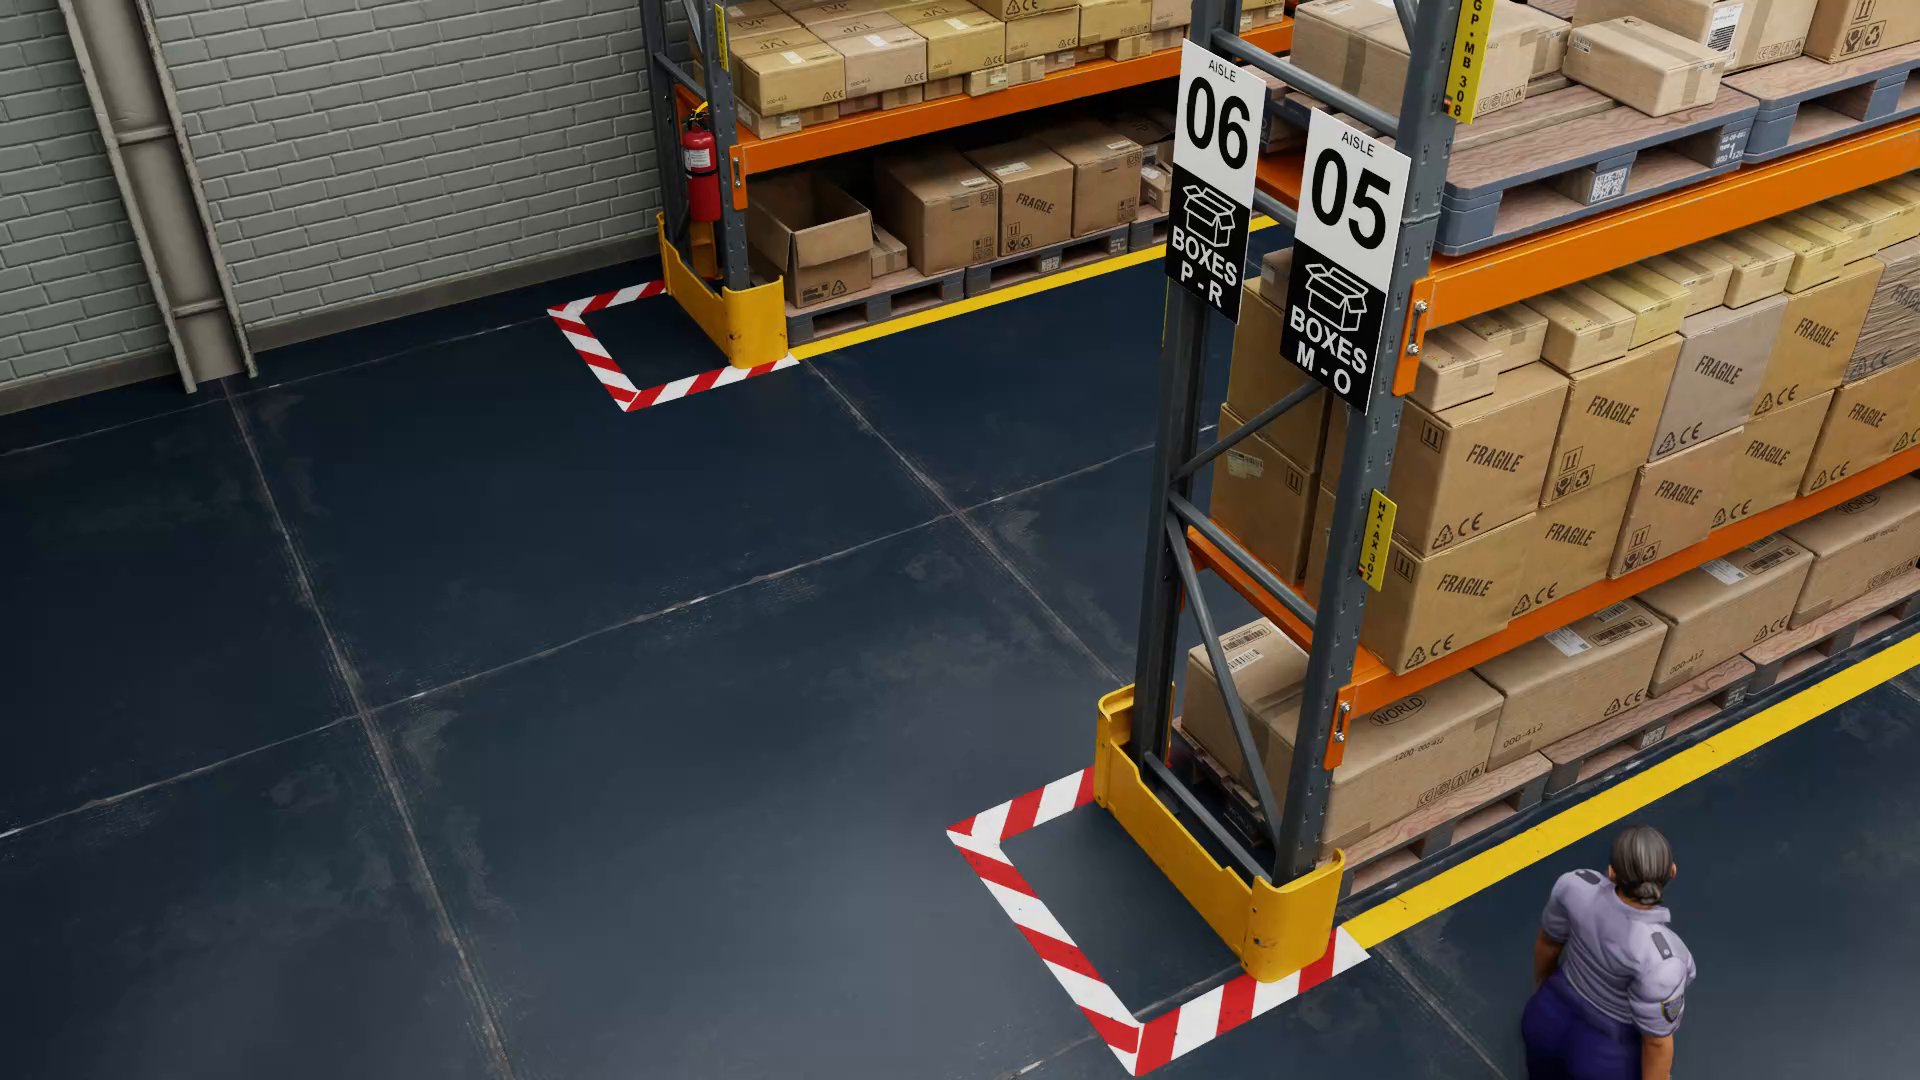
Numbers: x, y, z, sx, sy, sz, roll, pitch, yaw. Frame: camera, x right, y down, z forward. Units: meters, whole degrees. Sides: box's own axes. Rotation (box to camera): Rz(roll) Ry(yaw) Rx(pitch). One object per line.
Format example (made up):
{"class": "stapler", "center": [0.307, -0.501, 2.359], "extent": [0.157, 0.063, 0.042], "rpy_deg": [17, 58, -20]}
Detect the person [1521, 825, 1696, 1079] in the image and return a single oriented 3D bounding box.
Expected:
{"class": "person", "center": [1.888, 1.501, 4.959], "extent": [0.776, 1.590, 0.587], "rpy_deg": [-15, 39, -19]}
